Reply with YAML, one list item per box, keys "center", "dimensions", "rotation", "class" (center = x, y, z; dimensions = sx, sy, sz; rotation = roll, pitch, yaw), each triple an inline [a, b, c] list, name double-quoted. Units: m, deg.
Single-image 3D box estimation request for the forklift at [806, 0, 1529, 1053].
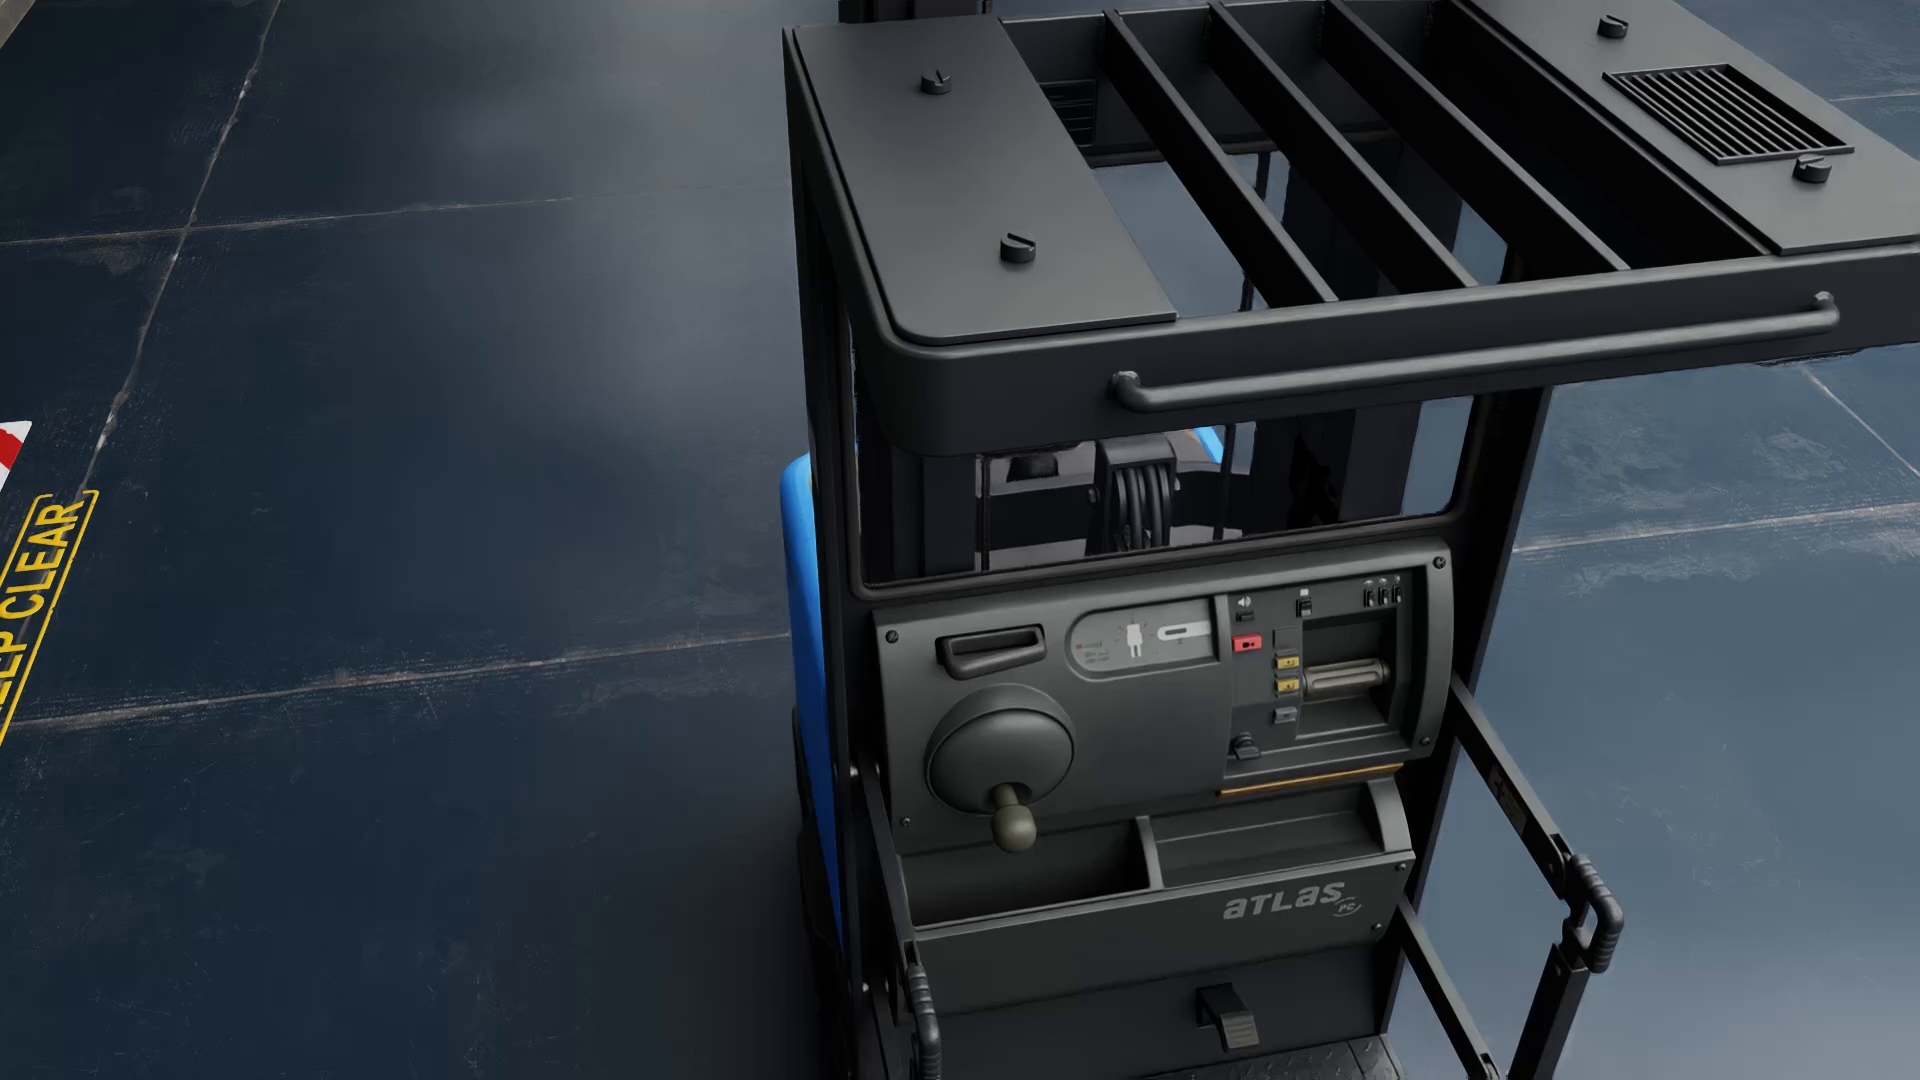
- center: [0.375, 0.316, 2.454]
  dimensions: [1.121, 2.935, 3.031]
  rotation: [-7, 38, -9]
  class: "forklift"
